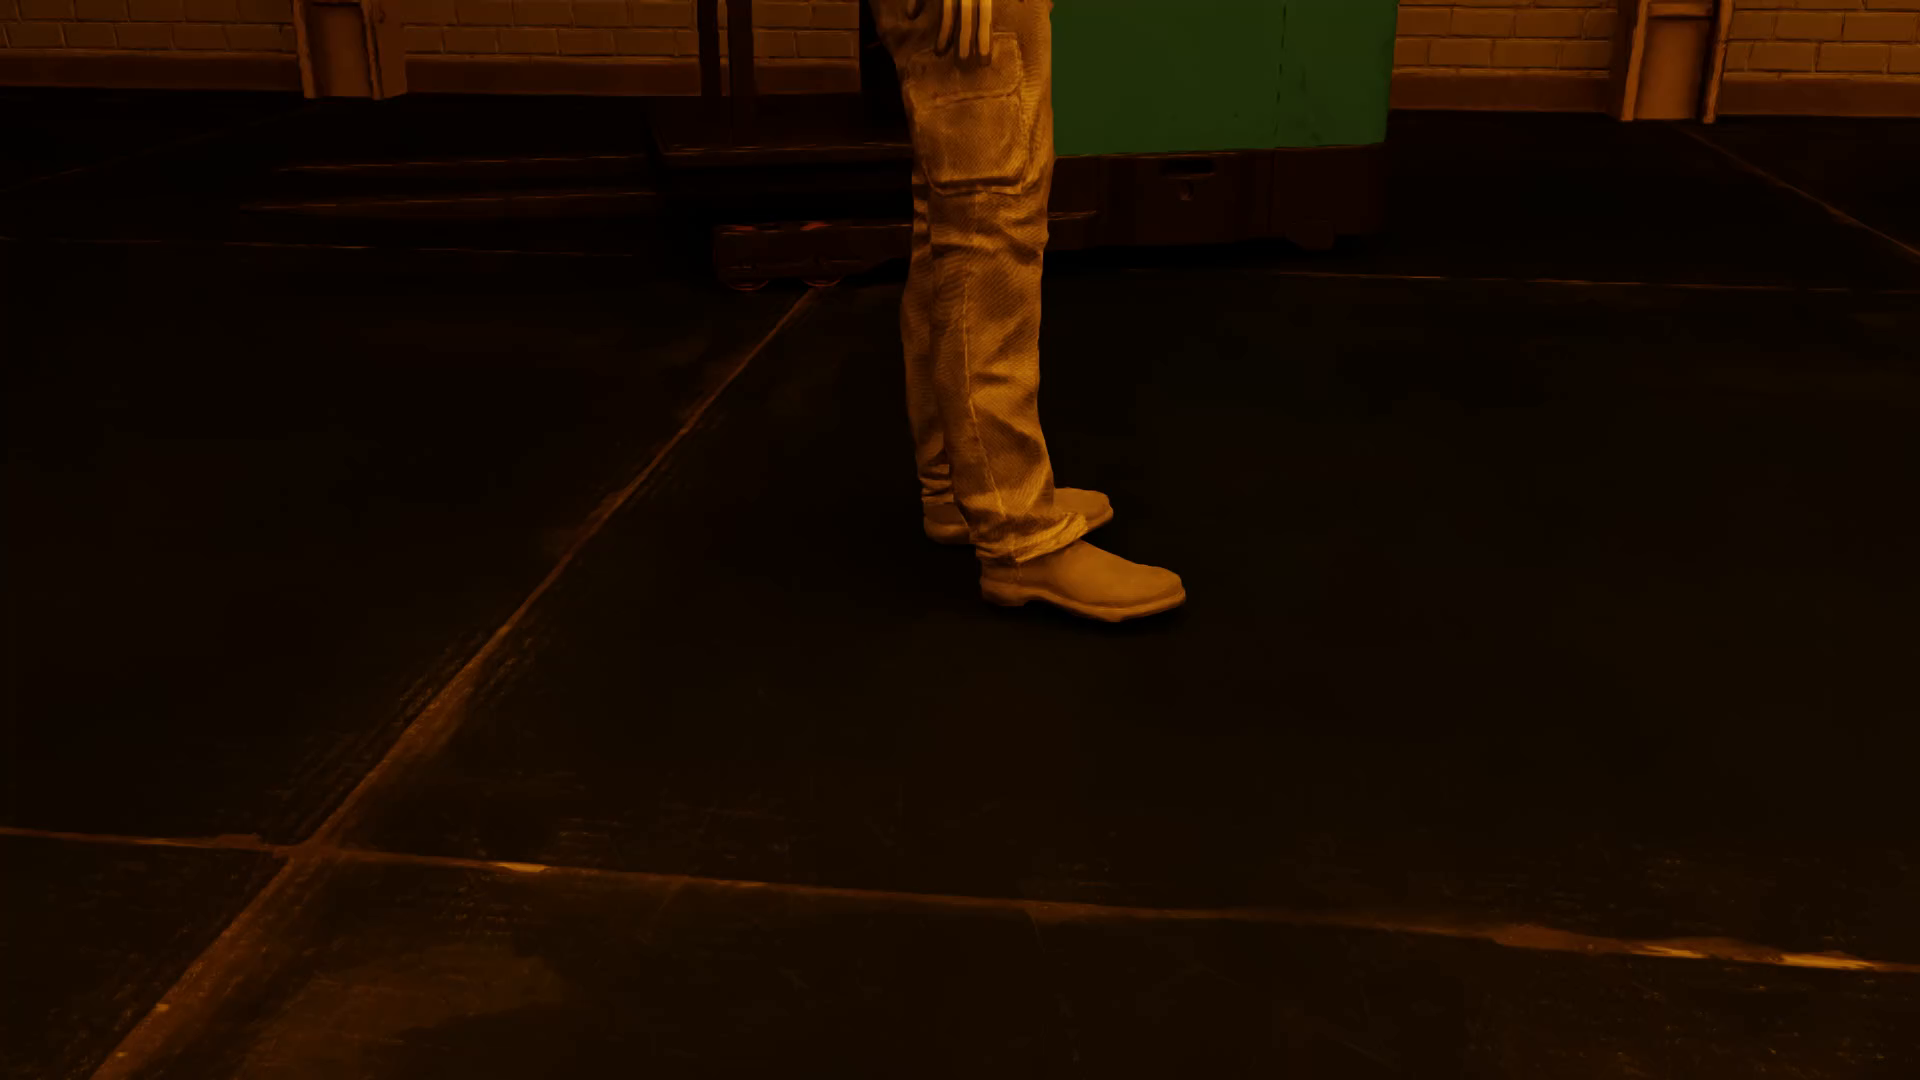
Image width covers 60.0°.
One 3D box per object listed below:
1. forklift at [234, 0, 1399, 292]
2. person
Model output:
[{"bbox_3d":[-0.387,-2.211,4.245,3.031,2.935,1.130,-5,22,-12],"label":"forklift"},{"bbox_3d":[0.070,-0.827,2.326,0.576,1.782,0.655,3,22,7],"label":"person"}]
